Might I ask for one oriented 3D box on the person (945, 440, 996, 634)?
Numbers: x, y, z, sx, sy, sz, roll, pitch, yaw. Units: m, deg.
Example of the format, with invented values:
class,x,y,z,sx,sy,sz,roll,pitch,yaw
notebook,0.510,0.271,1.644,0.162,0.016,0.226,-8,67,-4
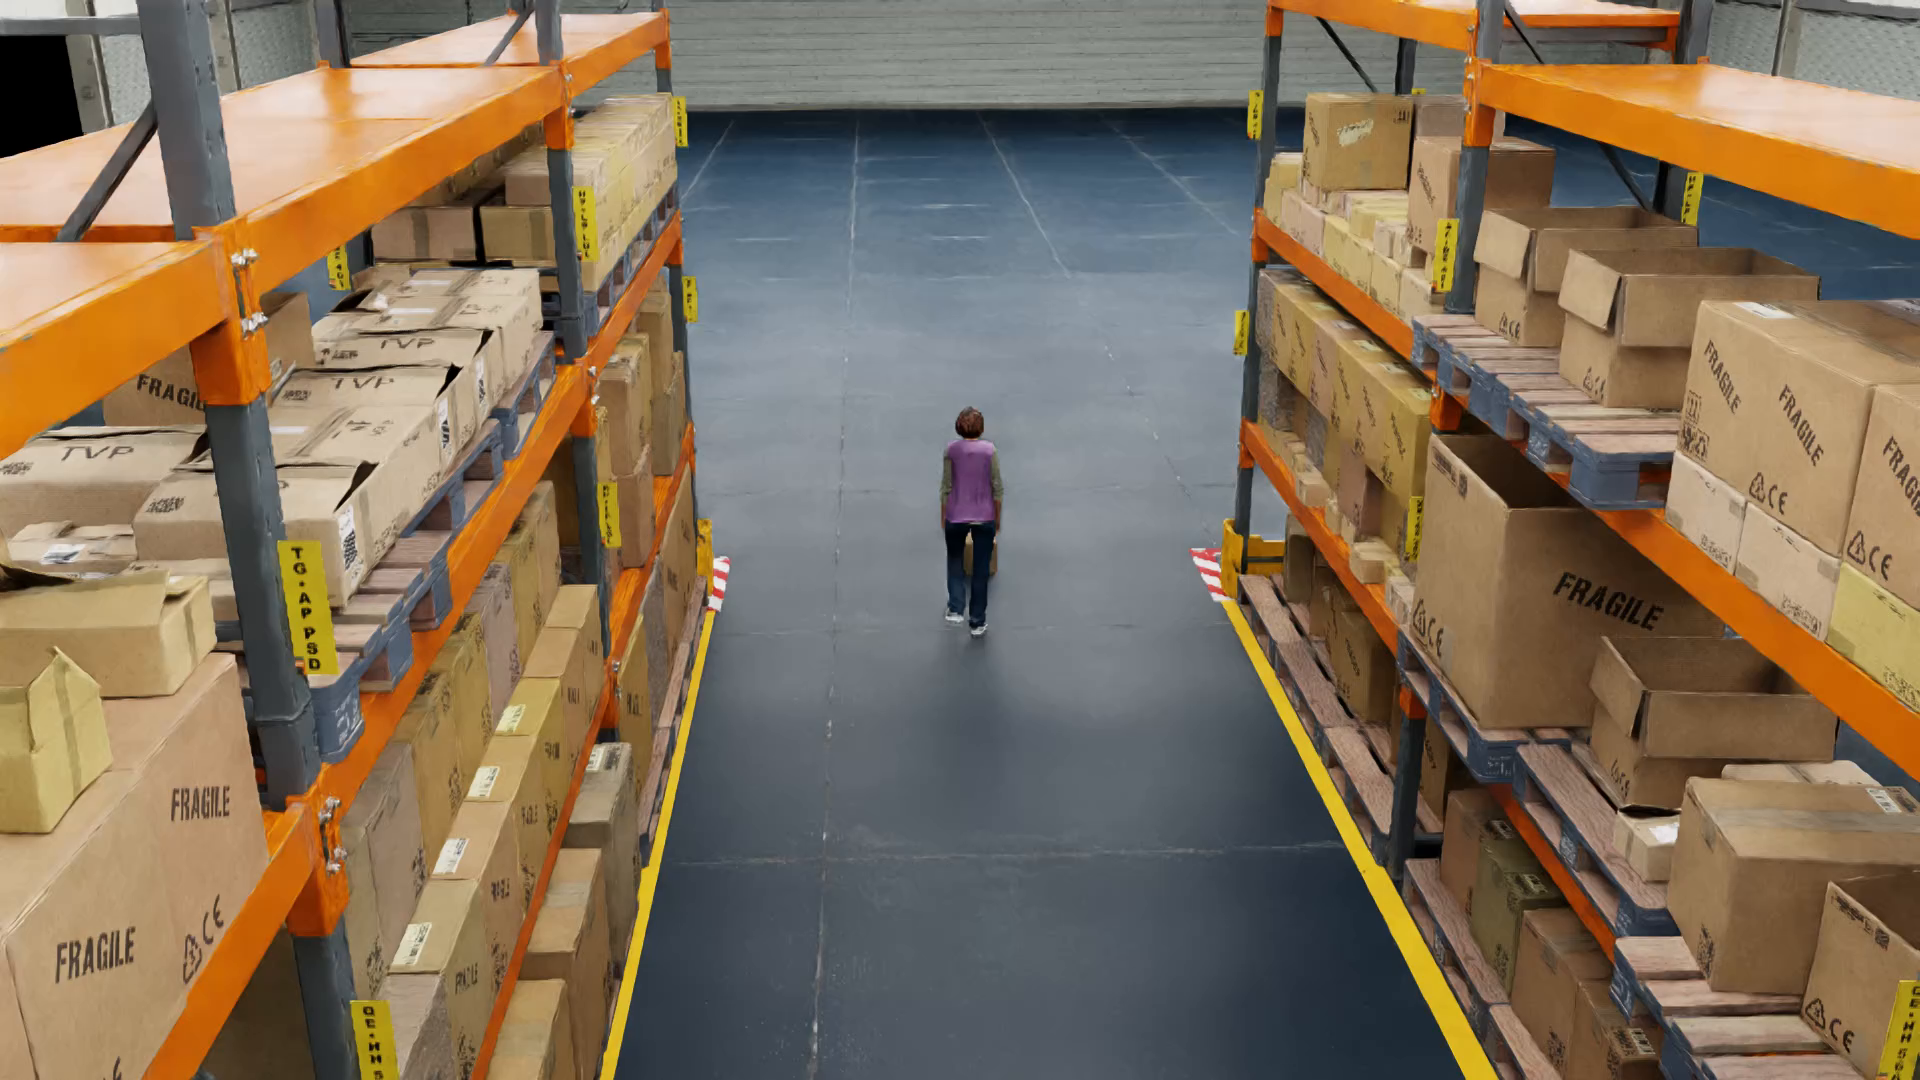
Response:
class,x,y,z,sx,sy,sz,roll,pitch,yaw
person,0.070,-0.032,11.451,0.351,1.370,0.370,1,21,2
